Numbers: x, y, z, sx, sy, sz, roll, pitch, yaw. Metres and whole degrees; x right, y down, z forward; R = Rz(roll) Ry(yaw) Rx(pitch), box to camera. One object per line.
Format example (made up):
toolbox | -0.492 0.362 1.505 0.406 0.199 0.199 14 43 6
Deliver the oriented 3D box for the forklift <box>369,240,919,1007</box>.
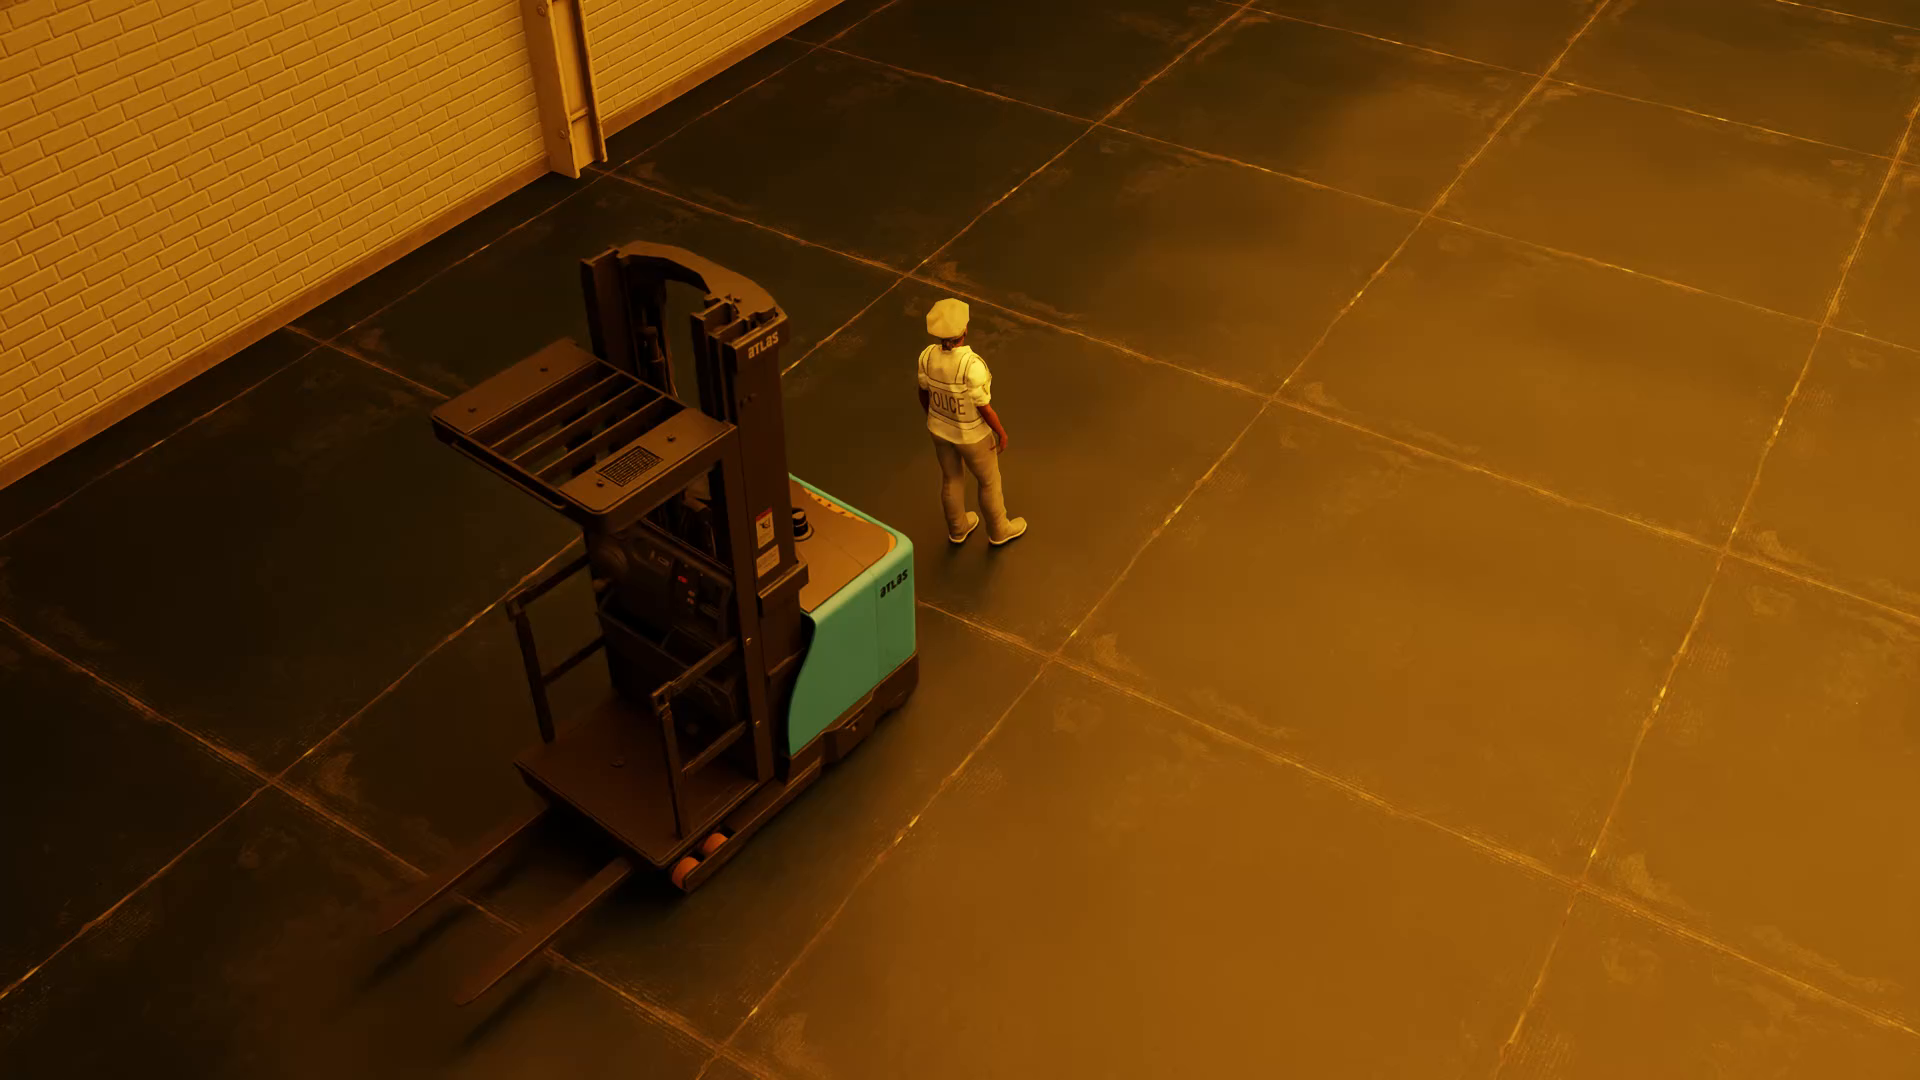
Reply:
forklift | -1.544 0.242 7.681 1.130 2.935 3.031 28 47 29

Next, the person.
person | 0.057 -0.685 9.723 0.569 1.693 0.528 22 45 24
